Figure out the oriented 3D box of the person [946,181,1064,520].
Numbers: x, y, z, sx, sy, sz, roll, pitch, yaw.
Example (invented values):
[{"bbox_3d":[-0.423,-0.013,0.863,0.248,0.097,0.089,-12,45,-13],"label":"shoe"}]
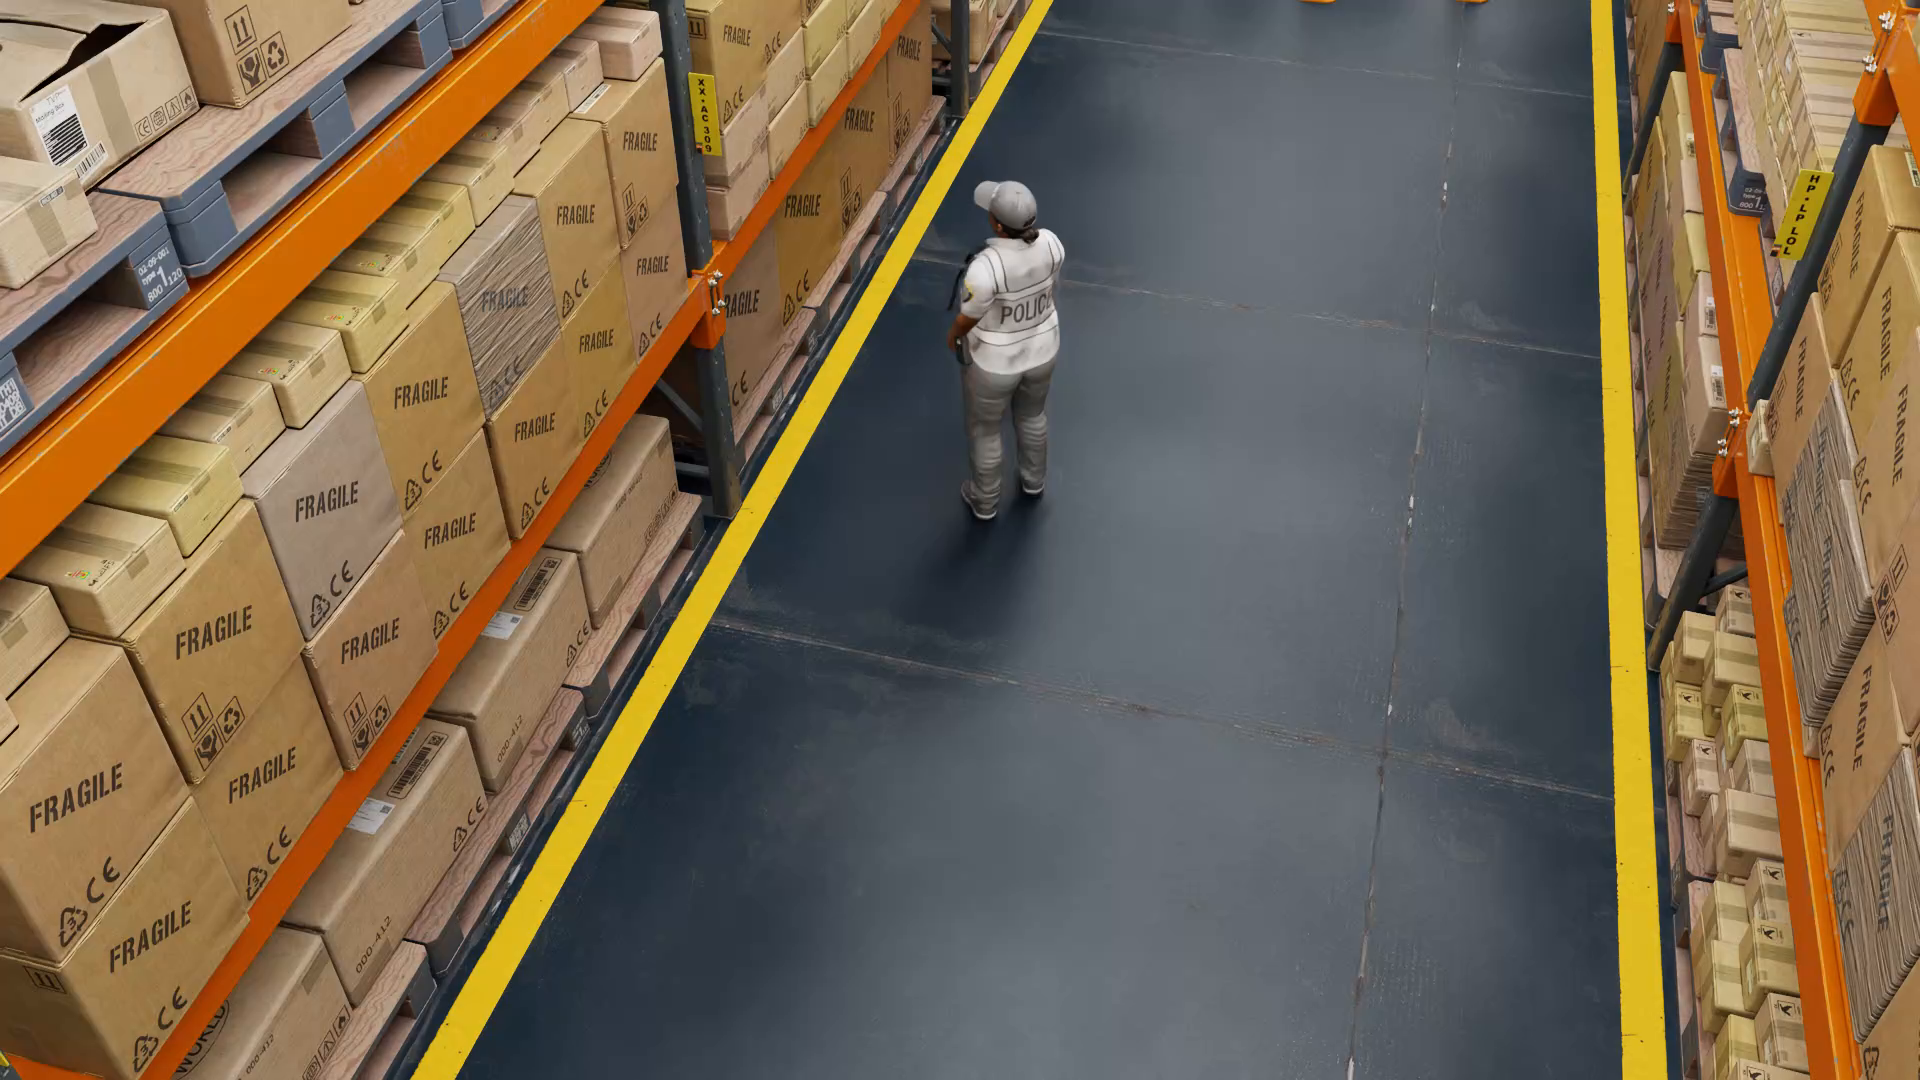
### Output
[{"bbox_3d":[0.207,-0.819,7.074,0.565,1.676,0.460,-25,47,-26],"label":"person"}]
